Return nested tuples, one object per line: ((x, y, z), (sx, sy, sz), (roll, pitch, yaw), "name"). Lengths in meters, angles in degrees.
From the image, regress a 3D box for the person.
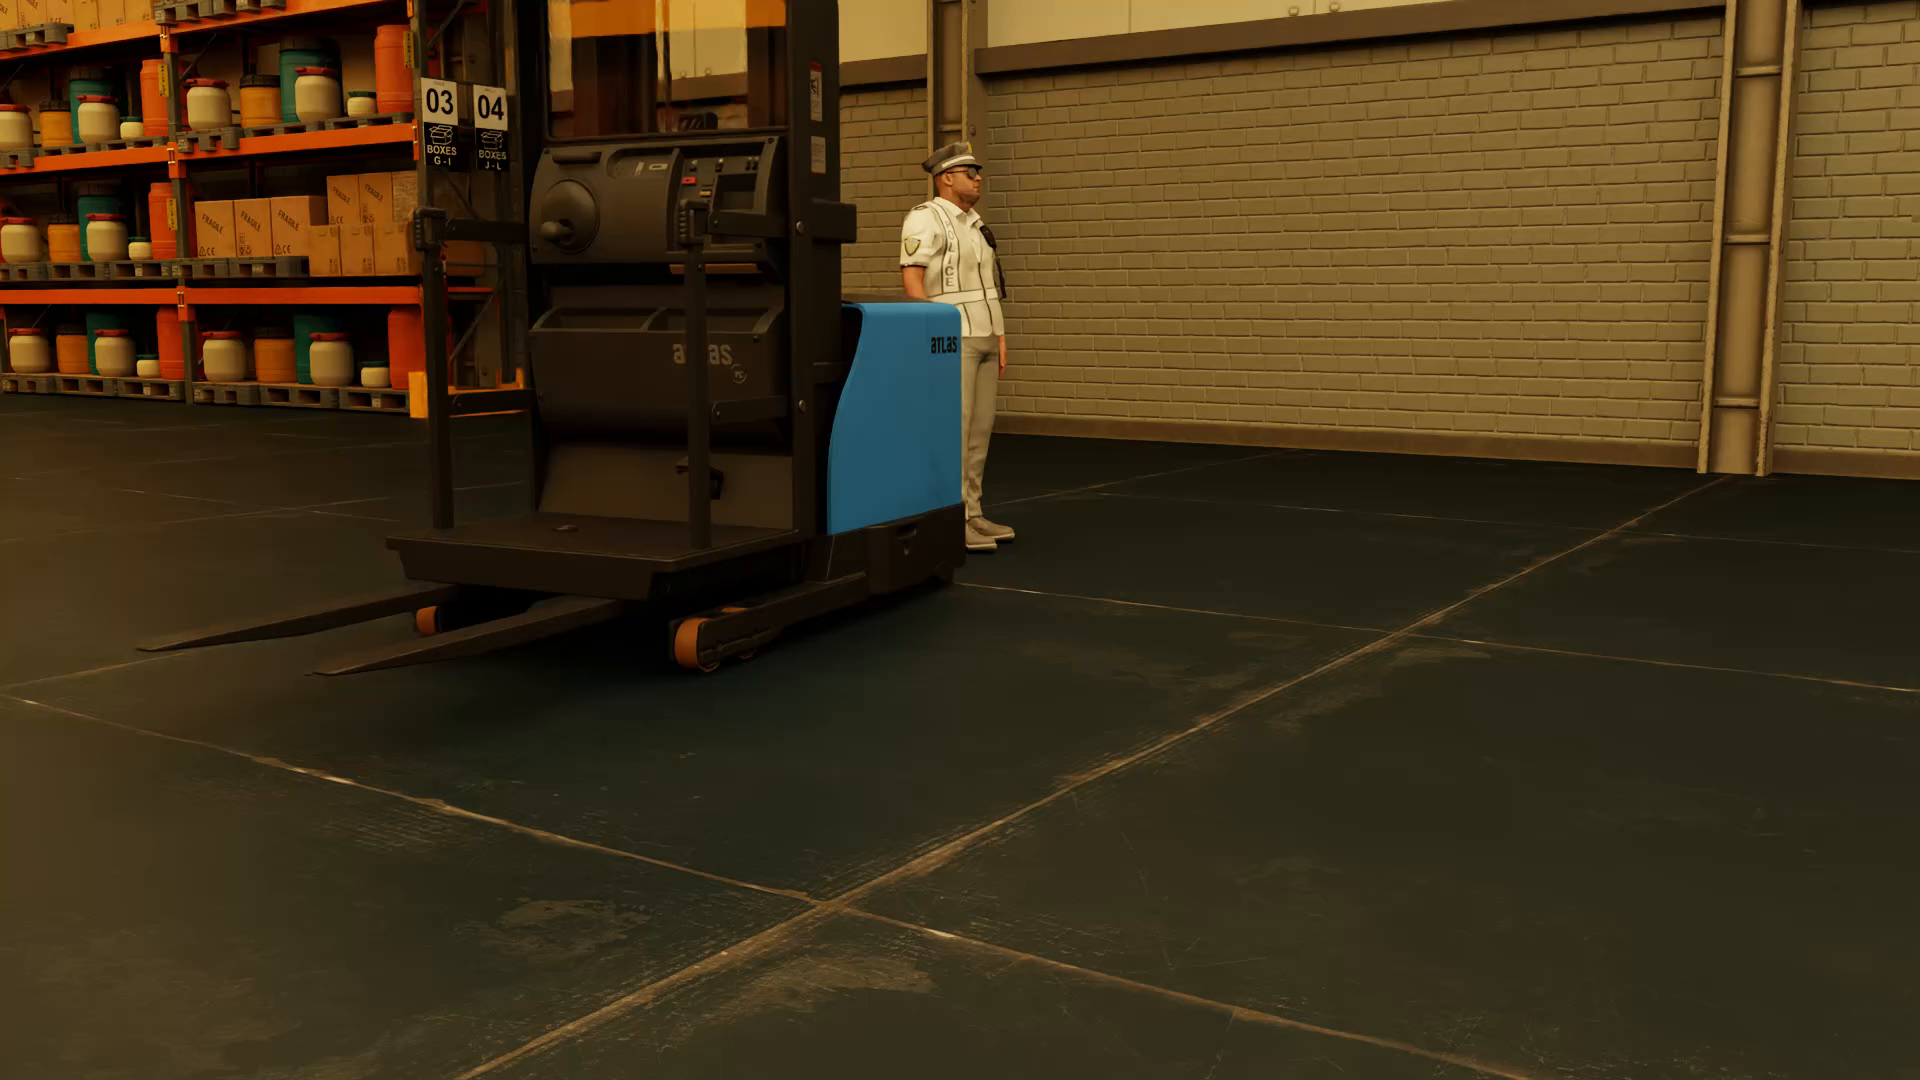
((0.059, -0.883, 7.425), (0.574, 1.781, 0.641), (5, 10, 34), "person")

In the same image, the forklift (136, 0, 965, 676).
((-1.084, -1.133, 5.159), (1.130, 2.935, 3.031), (4, 9, 26), "forklift")
